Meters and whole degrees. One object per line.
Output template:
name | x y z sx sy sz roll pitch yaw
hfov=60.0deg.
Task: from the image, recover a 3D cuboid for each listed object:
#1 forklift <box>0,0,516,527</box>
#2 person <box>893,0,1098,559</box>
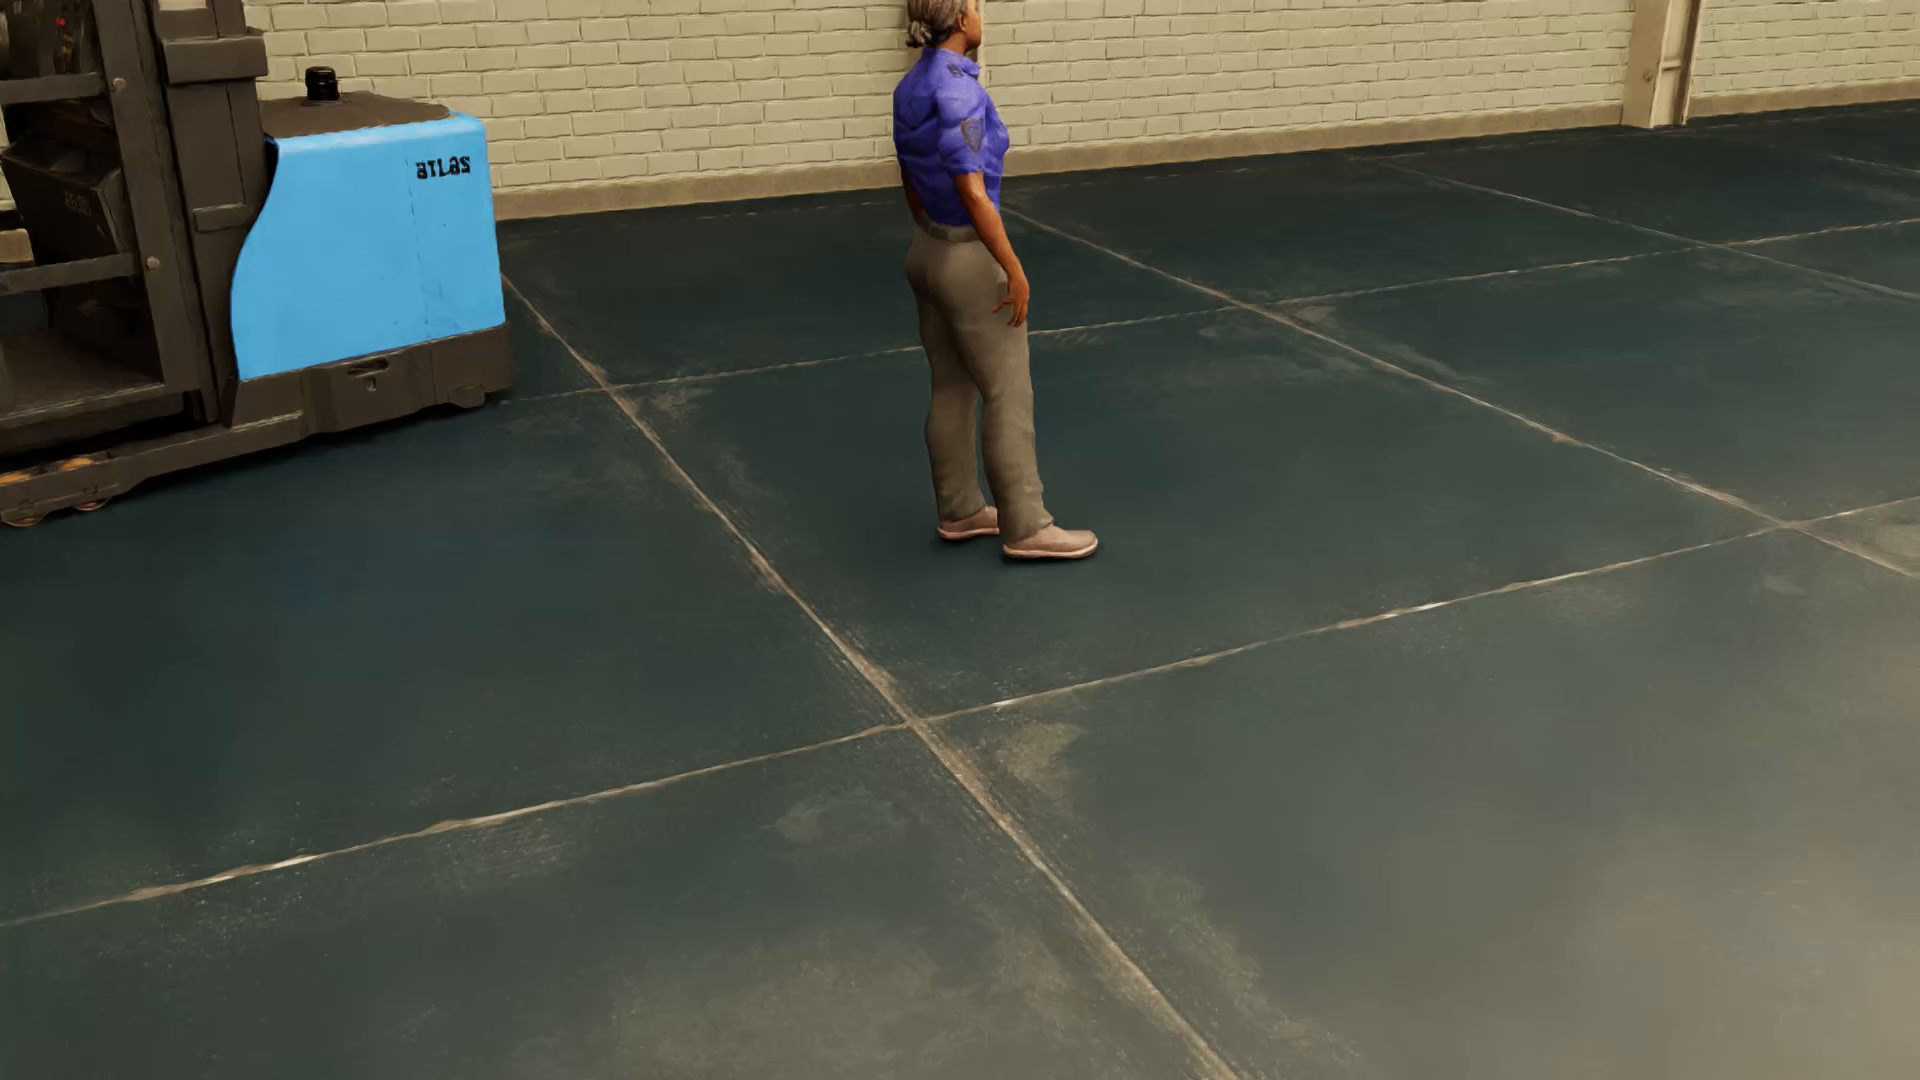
forklift | -3.098 -1.617 5.178 1.130 2.935 3.031 21 30 41
person | 0.088 -0.778 4.805 0.503 1.654 0.570 -10 25 -23
